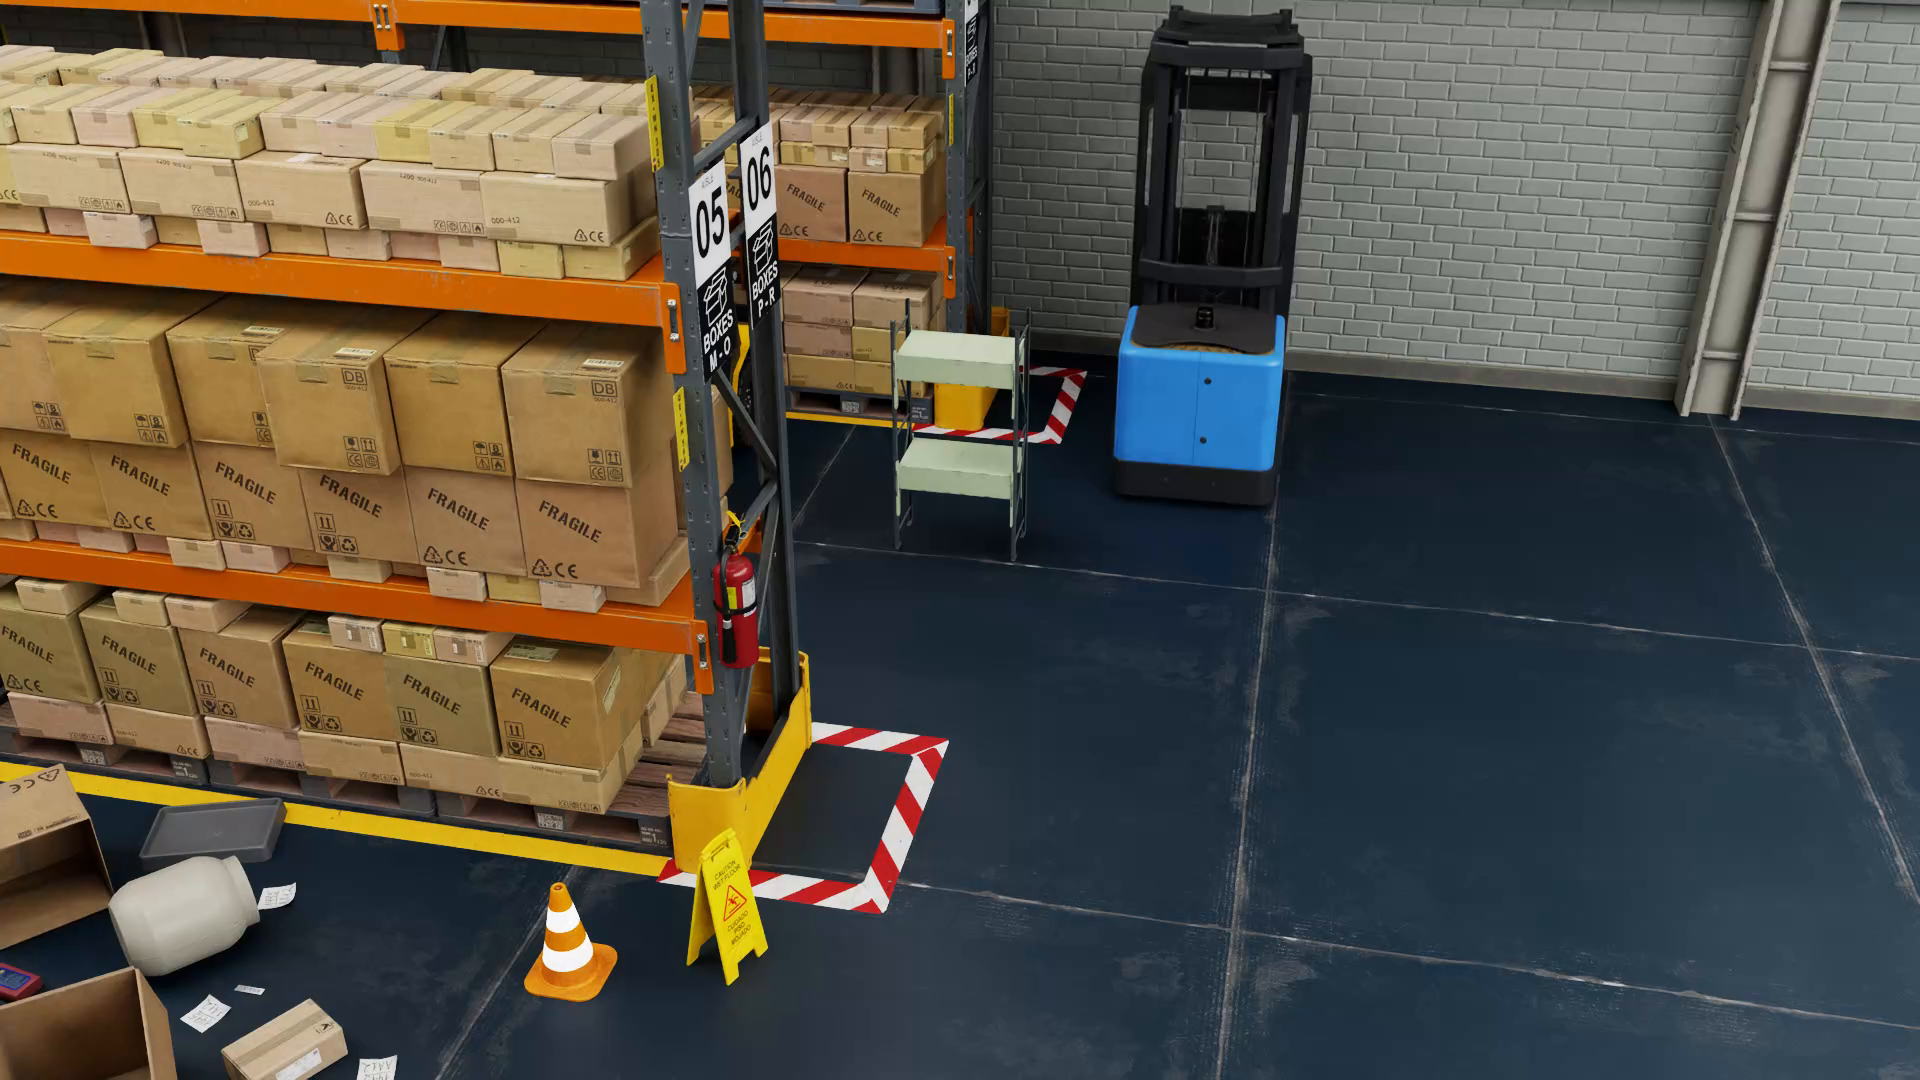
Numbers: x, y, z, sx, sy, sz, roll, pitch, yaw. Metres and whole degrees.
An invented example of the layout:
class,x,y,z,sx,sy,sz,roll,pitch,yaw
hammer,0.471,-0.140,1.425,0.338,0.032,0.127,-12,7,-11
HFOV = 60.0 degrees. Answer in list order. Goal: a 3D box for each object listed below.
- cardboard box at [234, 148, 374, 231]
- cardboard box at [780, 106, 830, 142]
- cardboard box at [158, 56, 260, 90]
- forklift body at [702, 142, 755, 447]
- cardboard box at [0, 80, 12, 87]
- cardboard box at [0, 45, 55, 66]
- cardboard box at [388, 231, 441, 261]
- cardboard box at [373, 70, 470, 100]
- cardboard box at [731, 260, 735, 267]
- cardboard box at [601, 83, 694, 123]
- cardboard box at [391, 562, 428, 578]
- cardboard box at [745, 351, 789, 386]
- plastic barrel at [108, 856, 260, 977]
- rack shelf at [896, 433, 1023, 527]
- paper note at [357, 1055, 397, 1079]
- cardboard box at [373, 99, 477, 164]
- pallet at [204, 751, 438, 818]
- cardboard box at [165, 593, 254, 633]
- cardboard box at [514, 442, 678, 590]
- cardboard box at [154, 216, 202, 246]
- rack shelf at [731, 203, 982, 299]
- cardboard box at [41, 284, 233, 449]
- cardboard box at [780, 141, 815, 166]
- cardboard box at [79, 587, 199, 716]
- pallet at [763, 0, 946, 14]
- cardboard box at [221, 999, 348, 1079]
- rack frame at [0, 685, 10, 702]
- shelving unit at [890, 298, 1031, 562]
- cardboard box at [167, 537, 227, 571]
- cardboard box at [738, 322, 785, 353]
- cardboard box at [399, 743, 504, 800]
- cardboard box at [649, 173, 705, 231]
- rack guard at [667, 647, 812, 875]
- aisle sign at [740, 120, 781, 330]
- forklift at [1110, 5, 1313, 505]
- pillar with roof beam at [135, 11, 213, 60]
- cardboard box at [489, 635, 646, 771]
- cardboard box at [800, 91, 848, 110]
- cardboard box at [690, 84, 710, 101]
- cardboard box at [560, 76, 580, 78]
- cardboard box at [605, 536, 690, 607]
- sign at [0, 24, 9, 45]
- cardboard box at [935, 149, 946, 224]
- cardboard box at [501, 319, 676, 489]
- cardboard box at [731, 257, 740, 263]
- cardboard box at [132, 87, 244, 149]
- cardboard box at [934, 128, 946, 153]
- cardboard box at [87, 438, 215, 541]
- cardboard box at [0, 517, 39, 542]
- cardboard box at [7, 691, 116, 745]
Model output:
class,x,y,z,sx,sy,sz,roll,pitch,yaw
cardboard box,-2.518,-1.453,6.665,0.500,0.250,0.500,7,29,12
cardboard box,-1.060,-2.857,11.419,0.250,0.149,0.380,6,29,11
cardboard box,-3.234,-1.975,7.204,0.250,0.149,0.380,6,29,11
forklift body,-2.164,-1.339,10.618,1.214,2.155,2.313,6,29,11
cardboard box,-4.116,-1.775,6.838,0.250,0.149,0.380,5,29,9
cardboard box,-4.247,-2.084,7.402,0.250,0.149,0.380,5,29,9
cardboard box,-2.105,-1.266,6.738,0.250,0.149,0.380,6,29,11
cardboard box,-2.239,-1.845,6.967,0.250,0.149,0.380,6,29,10
cardboard box,-1.934,-1.843,12.040,0.500,0.250,0.500,5,29,10
cardboard box,-1.266,-1.733,6.762,0.250,0.149,0.380,6,29,10
cardboard box,-2.368,0.014,7.524,0.250,0.149,0.380,6,29,11
cardboard box,-1.425,-1.364,12.205,0.500,0.250,0.500,6,29,11
plastic barrel,-3.297,1.587,7.072,0.512,0.421,0.421,-21,35,-33
rack shelf,0.007,-0.371,10.207,0.720,0.370,0.431,6,29,11
paper note,-2.301,2.096,6.552,0.142,0.019,0.148,-4,29,-7
cardboard box,-2.088,-1.608,6.533,0.250,0.149,0.380,6,29,11
pallet,-3.012,0.947,8.462,1.213,0.211,1.003,6,29,11
cardboard box,-3.476,0.264,7.777,0.250,0.149,0.380,8,30,13
cardboard box,-1.549,-0.146,7.141,0.500,0.500,0.500,5,29,10
cardboard box,-3.109,-1.352,6.895,0.250,0.149,0.380,6,29,11
rack shelf,-1.884,-2.263,12.171,4.000,0.370,1.077,6,29,11
cardboard box,-3.507,-0.790,7.277,0.500,0.500,0.700,5,29,9
cardboard box,-1.063,-2.706,11.452,0.250,0.149,0.380,6,29,10
cardboard box,-3.826,0.479,8.058,0.500,0.500,0.500,7,29,13
pallet,-0.614,-3.738,11.085,1.213,0.211,1.003,6,29,11
cardboard box,-2.664,2.021,6.565,0.250,0.149,0.380,23,36,36
rack frame,-4.873,-0.448,8.106,0.127,3.000,1.000,6,29,11
shelving unit,0.007,-0.657,10.051,0.755,1.500,0.431,6,29,11
cardboard box,-3.383,-0.023,7.591,0.250,0.149,0.380,6,29,11
cardboard box,-1.467,-1.575,12.070,0.500,0.250,0.500,5,29,9
cardboard box,-2.313,0.965,7.952,0.500,0.250,0.500,6,29,11
cardboard box,-1.218,-1.438,7.053,0.250,0.149,0.380,6,29,11
rack guard,-1.035,1.042,7.988,0.348,0.500,1.175,6,29,11
aisle sign,-0.836,-1.326,7.004,0.004,0.787,0.394,6,29,11
forklift,1.754,-2.196,11.370,1.130,2.935,3.031,5,29,9
pillar with roof beam,-7.188,-4.083,8.498,0.400,9.000,9.100,6,29,11
cardboard box,-1.799,0.688,7.676,0.500,0.500,0.500,6,29,11
cardboard box,-0.961,-3.065,11.797,0.250,0.149,0.380,6,29,11
cardboard box,-1.978,-3.164,11.979,0.250,0.149,0.380,7,29,12
cardboard box,-2.966,-3.283,12.196,0.250,0.149,0.380,6,29,10
cardboard box,-1.371,0.126,7.319,0.250,0.149,0.380,7,29,12
sign,-7.639,-3.949,13.296,0.005,0.325,0.100,6,29,11
cardboard box,-0.355,-2.602,11.937,0.500,0.500,0.500,7,29,12
cardboard box,-1.506,-0.608,6.944,0.500,0.500,0.700,5,29,9
cardboard box,-1.835,-2.090,12.491,0.500,0.250,0.500,5,29,10
cardboard box,-3.095,-1.701,6.703,0.250,0.149,0.380,6,29,12
cardboard box,-0.206,-2.862,11.737,0.250,0.149,0.380,5,29,9
cardboard box,-3.517,-0.351,7.516,0.500,0.500,0.500,6,29,10
cardboard box,-4.374,-0.154,7.832,0.250,0.149,0.380,7,29,12
cardboard box,-4.352,0.760,8.326,0.500,0.250,0.500,5,29,8
